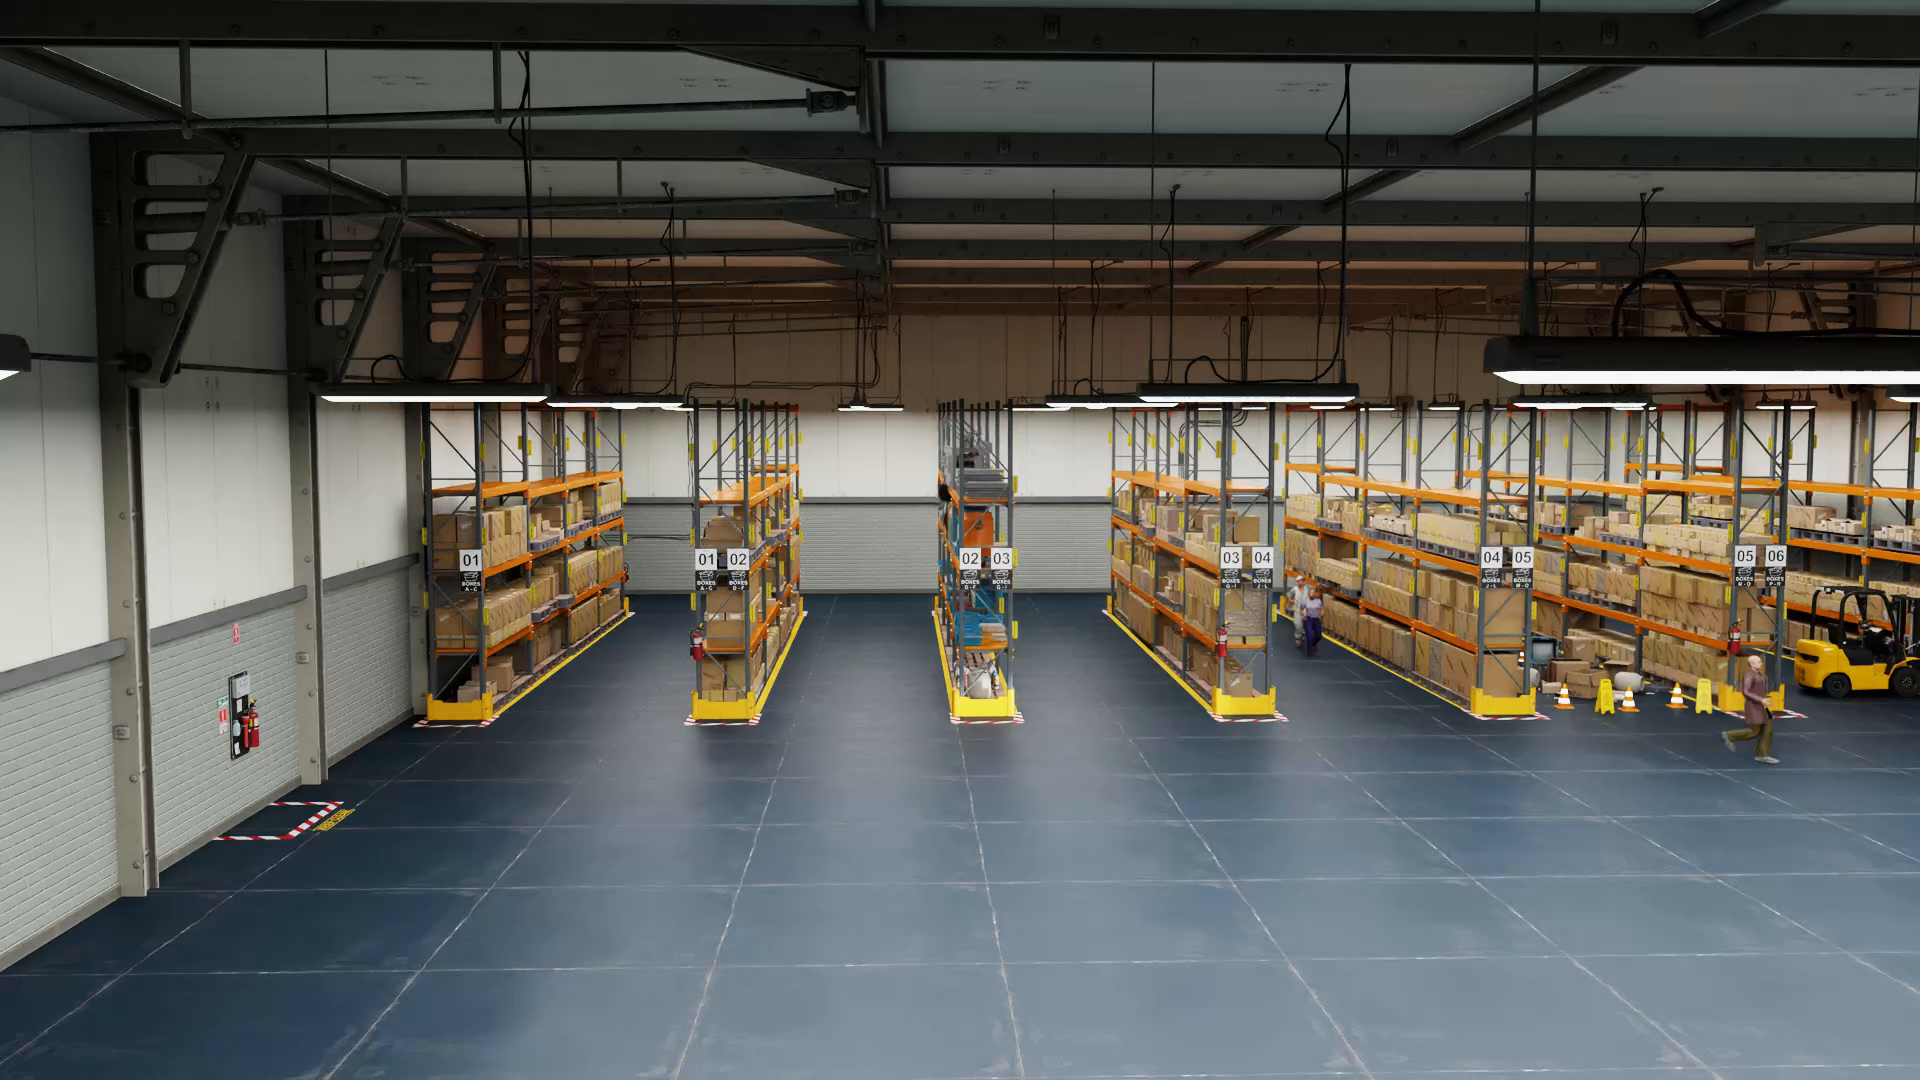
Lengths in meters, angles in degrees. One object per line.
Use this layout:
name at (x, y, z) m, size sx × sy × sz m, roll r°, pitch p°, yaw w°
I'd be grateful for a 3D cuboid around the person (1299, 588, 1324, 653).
person at (8.313, 1.916, 39.277) m, size 0.604 × 1.519 × 0.523 m, roll 0°, pitch 4°, yaw 0°

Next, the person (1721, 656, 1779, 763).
person at (13.151, 2.777, 27.310) m, size 0.633 × 1.749 × 0.721 m, roll 4°, pitch 6°, yaw 41°

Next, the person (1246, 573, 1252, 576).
person at (8.033, 1.456, 45.373) m, size 0.552 × 1.717 × 0.768 m, roll 0°, pitch 4°, yaw 1°

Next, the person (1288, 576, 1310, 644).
person at (8.357, 1.720, 40.632) m, size 0.641 × 1.689 × 0.601 m, roll 0°, pitch 4°, yaw -2°
